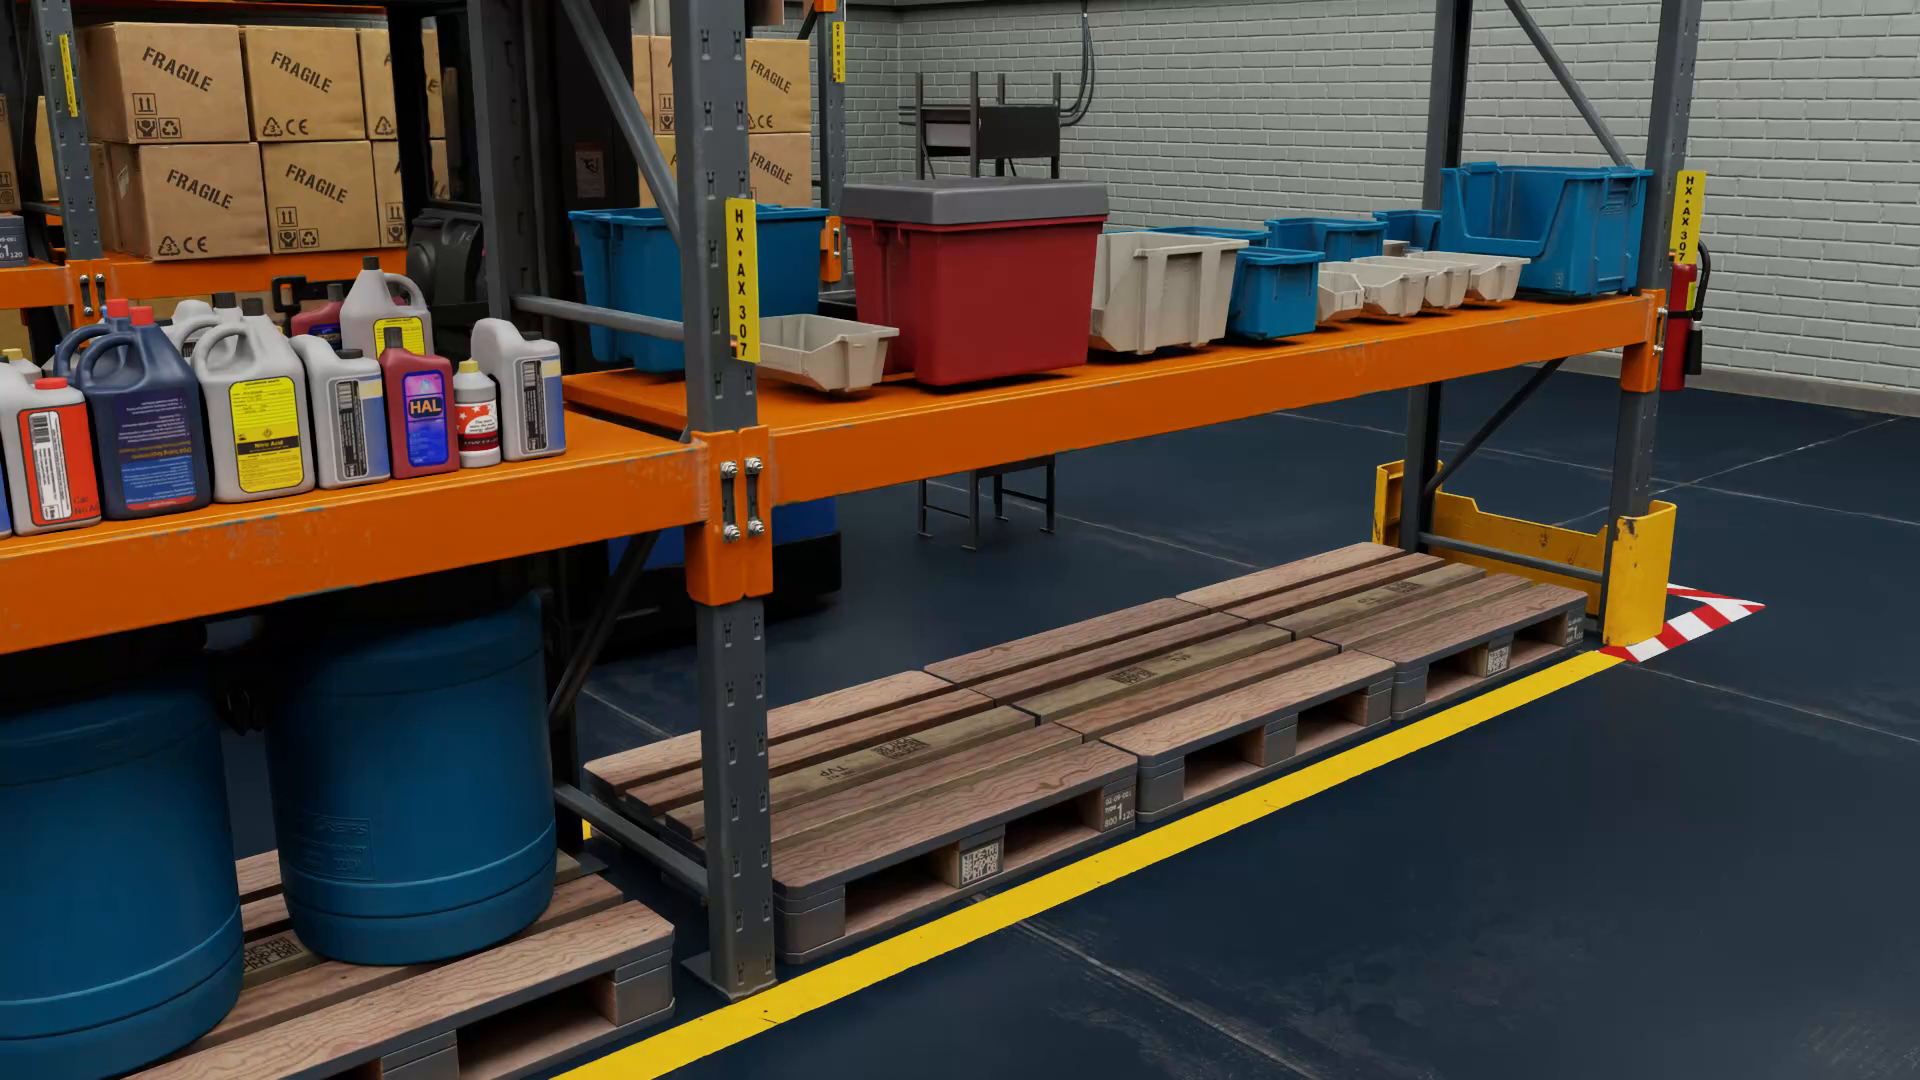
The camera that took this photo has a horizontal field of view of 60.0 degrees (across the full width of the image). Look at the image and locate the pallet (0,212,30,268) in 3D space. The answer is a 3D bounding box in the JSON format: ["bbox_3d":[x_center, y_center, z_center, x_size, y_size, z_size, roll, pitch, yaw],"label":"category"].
[{"bbox_3d":[-4.722,-1.257,7.014,1.213,0.211,1.003,-13,19,-39],"label":"pallet"}]

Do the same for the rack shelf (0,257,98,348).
[{"bbox_3d":[-5.557,-0.777,6.241,4.000,0.370,1.077,-13,19,-39],"label":"rack shelf"}]

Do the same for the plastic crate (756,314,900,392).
[{"bbox_3d":[-0.354,-0.451,4.021,0.243,0.136,0.396,-13,19,-39],"label":"plastic crate"}]

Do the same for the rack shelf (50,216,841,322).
[{"bbox_3d":[-2.539,-1.455,8.778,4.000,0.370,1.077,-13,19,-39],"label":"rack shelf"}]

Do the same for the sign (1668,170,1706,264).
[{"bbox_3d":[2.592,-1.151,5.929,0.005,0.325,0.100,-13,19,-39],"label":"sign"}]

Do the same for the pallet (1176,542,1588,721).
[{"bbox_3d":[1.571,0.303,6.206,1.213,0.211,1.003,-13,19,-39],"label":"pallet"}]

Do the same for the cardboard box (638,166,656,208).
[{"bbox_3d":[-1.959,-1.889,8.814,0.500,0.500,0.500,-12,19,-39],"label":"cardboard box"}]

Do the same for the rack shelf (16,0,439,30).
[{"bbox_3d":[-5.794,-3.868,11.999,4.000,0.370,1.077,-13,19,-39],"label":"rack shelf"}]

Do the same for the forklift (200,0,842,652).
[{"bbox_3d":[-1.947,-1.012,5.861,3.031,2.935,1.130,-12,19,-37],"label":"forklift"}]

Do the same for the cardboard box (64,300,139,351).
[{"bbox_3d":[-6.290,-1.614,12.009,0.500,0.500,0.700,-13,20,-40],"label":"cardboard box"}]

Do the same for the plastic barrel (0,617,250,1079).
[{"bbox_3d":[-1.755,0.521,3.239,0.708,0.901,0.600,-13,19,-39],"label":"plastic barrel"}]

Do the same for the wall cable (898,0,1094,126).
[{"bbox_3d":[0.216,-5.392,16.514,0.112,2.526,3.097,-13,19,-39],"label":"wall cable"}]

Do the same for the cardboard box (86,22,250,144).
[{"bbox_3d":[-3.508,-2.020,7.368,0.500,0.500,0.500,-12,19,-38],"label":"cardboard box"}]

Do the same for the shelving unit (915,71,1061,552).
[{"bbox_3d":[0.125,-1.042,7.584,0.503,2.100,0.431,-13,19,-39],"label":"shelving unit"}]

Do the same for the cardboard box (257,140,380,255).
[{"bbox_3d":[-3.100,-1.632,7.855,0.500,0.500,0.500,-12,19,-38],"label":"cardboard box"}]

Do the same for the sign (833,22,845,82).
[{"bbox_3d":[-0.681,-2.742,9.346,0.005,0.325,0.100,-13,19,-39],"label":"sign"}]

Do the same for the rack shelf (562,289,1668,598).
[{"bbox_3d":[0.710,-0.490,5.165,4.000,0.370,1.077,-13,19,-39],"label":"rack shelf"}]

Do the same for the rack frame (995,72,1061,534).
[{"bbox_3d":[0.309,-1.084,7.739,0.015,2.100,0.400,-13,19,-39],"label":"rack frame"}]

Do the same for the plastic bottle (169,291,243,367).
[{"bbox_3d":[-1.372,-0.283,3.094,0.185,0.351,0.144,-13,19,-39],"label":"plastic bottle"}]

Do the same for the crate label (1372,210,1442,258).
[{"bbox_3d":[1.816,-1.147,6.438,0.303,0.233,0.416,-13,19,-39],"label":"crate label"}]

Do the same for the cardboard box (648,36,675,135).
[{"bbox_3d":[-1.566,-2.458,9.008,0.500,0.500,0.500,-12,19,-38],"label":"cardboard box"}]

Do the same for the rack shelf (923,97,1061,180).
[{"bbox_3d":[0.125,-1.706,7.407,0.480,0.518,0.431,-13,19,-39],"label":"rack shelf"}]

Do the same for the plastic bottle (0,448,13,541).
[{"bbox_3d":[-1.642,-0.139,2.698,0.135,0.276,0.152,-13,19,-39],"label":"plastic bottle"}]

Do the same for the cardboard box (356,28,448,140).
[{"bbox_3d":[-2.731,-2.194,8.022,0.500,0.500,0.500,-13,20,-41],"label":"cardboard box"}]

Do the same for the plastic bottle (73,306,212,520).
[{"bbox_3d":[-1.417,-0.224,2.872,0.185,0.351,0.144,-13,19,-39],"label":"plastic bottle"}]

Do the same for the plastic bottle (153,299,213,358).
[{"bbox_3d":[-1.674,-0.372,3.572,0.135,0.276,0.152,-13,19,-39],"label":"plastic bottle"}]

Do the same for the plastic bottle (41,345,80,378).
[{"bbox_3d":[-1.853,-0.306,3.466,0.097,0.201,0.097,0,15,0],"label":"plastic bottle"}]

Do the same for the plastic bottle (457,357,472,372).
[{"bbox_3d":[-0.980,-0.294,3.423,0.097,0.201,0.097,0,15,0],"label":"plastic bottle"}]

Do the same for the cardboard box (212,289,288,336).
[{"bbox_3d":[-5.504,-1.792,12.676,0.500,0.500,0.700,-13,20,-41],"label":"cardboard box"}]

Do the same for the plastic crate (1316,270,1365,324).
[{"bbox_3d":[1.089,-0.752,5.149,0.250,0.136,0.298,-13,19,-39],"label":"plastic crate"}]

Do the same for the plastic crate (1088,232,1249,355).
[{"bbox_3d":[0.474,-0.693,4.646,0.530,0.282,0.437,-13,19,-39],"label":"plastic crate"}]

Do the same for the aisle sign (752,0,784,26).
[{"bbox_3d":[-1.172,-3.466,9.875,0.004,0.787,0.394,-13,19,-39],"label":"aisle sign"}]

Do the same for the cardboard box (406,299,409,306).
[{"bbox_3d":[-4.747,-1.962,13.313,0.500,0.500,0.700,-13,19,-39],"label":"cardboard box"}]

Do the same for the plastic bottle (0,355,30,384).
[{"bbox_3d":[-1.636,-0.181,2.863,0.097,0.271,0.097,0,15,0],"label":"plastic bottle"}]

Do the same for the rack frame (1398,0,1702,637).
[{"bbox_3d":[2.218,-1.176,6.341,0.127,3.000,1.000,-13,19,-39],"label":"rack frame"}]

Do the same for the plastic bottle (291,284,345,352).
[{"bbox_3d":[-1.456,-0.441,3.813,0.133,0.283,0.061,-13,19,-39],"label":"plastic bottle"}]

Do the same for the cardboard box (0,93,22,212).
[{"bbox_3d":[-4.552,-1.678,7.212,0.700,0.500,0.500,8,17,28],"label":"cardboard box"}]

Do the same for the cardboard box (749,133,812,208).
[{"bbox_3d":[-1.190,-2.061,9.458,0.500,0.500,0.500,-12,19,-38],"label":"cardboard box"}]

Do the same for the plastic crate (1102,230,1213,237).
[{"bbox_3d":[0.596,-0.873,5.413,0.300,0.233,0.416,-13,19,-39],"label":"plastic crate"}]

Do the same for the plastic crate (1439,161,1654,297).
[{"bbox_3d":[2.088,-1.129,5.980,0.499,0.435,0.616,-13,19,-39],"label":"plastic crate"}]

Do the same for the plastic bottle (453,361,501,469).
[{"bbox_3d":[-0.954,-0.248,3.251,0.097,0.201,0.097,0,15,0],"label":"plastic bottle"}]

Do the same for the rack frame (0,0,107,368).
[{"bbox_3d":[-4.048,-1.464,7.417,0.127,3.000,1.000,-13,19,-39],"label":"rack frame"}]

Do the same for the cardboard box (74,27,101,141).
[{"bbox_3d":[-3.836,-2.131,7.784,0.500,0.500,0.500,-13,19,-39],"label":"cardboard box"}]

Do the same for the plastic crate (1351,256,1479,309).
[{"bbox_3d":[1.494,-0.858,5.545,0.243,0.136,0.396,-13,19,-39],"label":"plastic crate"}]

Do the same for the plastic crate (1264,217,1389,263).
[{"bbox_3d":[1.319,-1.035,6.021,0.300,0.233,0.416,-13,19,-39],"label":"plastic crate"}]

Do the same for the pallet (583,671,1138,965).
[{"bbox_3d":[-0.270,0.717,4.658,1.213,0.211,1.003,-13,19,-39],"label":"pallet"}]

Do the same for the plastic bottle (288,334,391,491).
[{"bbox_3d":[-1.160,-0.247,3.103,0.135,0.276,0.152,-13,19,-39],"label":"plastic bottle"}]
